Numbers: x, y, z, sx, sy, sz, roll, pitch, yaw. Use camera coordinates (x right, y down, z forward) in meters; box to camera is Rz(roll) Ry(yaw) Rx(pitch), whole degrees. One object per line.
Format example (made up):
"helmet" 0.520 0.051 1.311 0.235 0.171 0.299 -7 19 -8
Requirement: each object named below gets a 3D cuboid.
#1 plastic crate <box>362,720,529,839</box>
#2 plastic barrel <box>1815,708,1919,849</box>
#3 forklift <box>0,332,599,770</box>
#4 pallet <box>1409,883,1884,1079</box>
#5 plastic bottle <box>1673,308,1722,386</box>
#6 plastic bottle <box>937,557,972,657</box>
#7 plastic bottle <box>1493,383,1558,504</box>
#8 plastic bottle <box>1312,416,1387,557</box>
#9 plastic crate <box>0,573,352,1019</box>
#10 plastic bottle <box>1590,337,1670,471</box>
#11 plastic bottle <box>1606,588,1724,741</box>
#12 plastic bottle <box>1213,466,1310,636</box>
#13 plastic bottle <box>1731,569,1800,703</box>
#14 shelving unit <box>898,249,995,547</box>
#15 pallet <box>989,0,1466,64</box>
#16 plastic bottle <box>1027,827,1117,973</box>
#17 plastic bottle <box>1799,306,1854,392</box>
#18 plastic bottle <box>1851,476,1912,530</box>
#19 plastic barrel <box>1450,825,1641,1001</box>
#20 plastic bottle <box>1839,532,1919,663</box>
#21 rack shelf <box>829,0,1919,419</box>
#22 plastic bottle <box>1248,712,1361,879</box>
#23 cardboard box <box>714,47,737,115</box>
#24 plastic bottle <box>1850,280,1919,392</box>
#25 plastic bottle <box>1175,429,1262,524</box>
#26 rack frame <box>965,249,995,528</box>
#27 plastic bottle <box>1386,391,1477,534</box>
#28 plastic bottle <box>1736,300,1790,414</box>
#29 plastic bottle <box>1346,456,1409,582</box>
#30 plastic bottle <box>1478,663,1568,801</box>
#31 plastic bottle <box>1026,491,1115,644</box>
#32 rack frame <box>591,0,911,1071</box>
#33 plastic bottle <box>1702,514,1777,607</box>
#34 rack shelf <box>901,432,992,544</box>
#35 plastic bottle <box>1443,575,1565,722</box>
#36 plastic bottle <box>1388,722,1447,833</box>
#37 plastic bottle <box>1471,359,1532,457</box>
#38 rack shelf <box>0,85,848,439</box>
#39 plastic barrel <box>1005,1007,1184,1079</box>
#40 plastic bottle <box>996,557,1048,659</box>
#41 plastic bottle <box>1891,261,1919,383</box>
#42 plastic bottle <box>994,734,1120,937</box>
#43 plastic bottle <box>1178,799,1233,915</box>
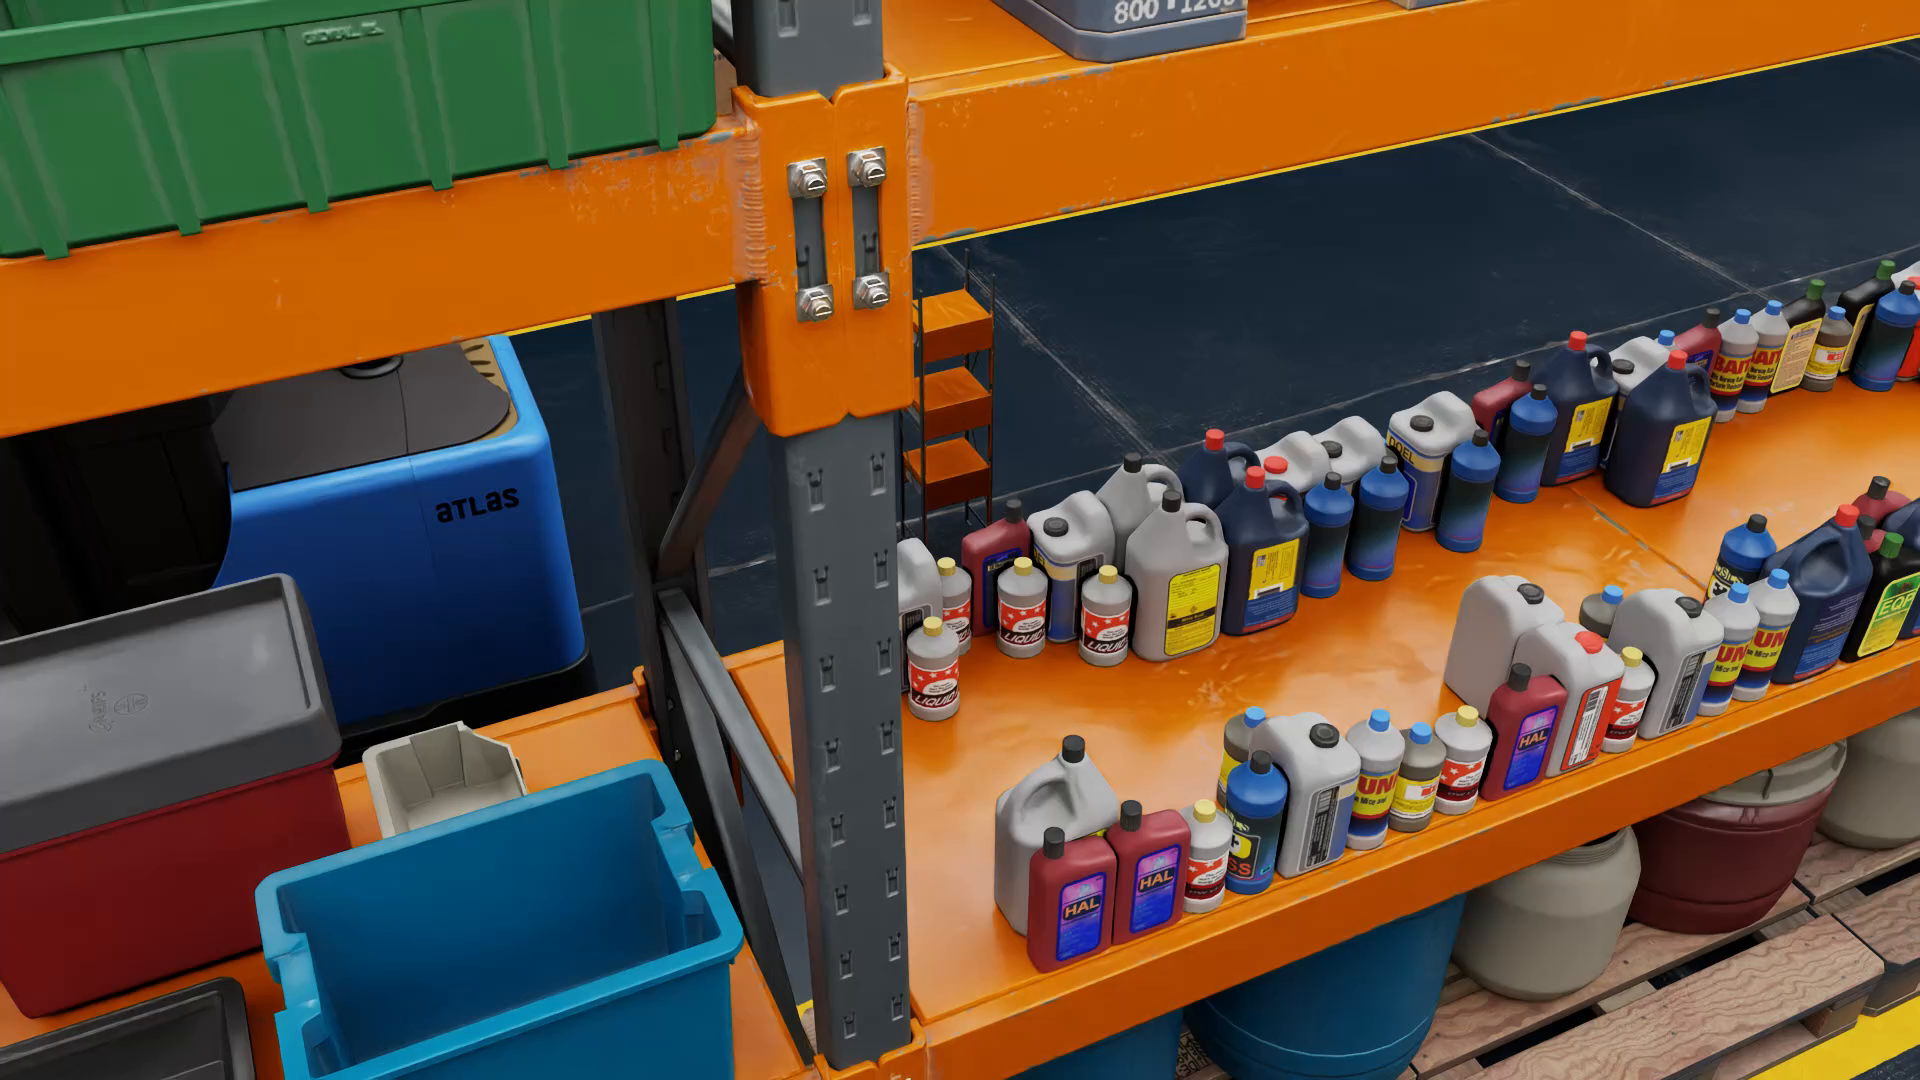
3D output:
"plastic crate" -0.821 0.485 2.749 0.243 0.136 0.396 -16 39 -20
"plastic barrel" 2.373 0.505 4.287 0.421 0.512 0.421 0 37 0
"forklift" -2.636 -0.512 3.980 3.031 2.935 1.130 -14 39 -18
"pallet" 1.483 0.999 4.226 1.213 0.211 1.003 -16 39 -20
"plastic bottle" 1.688 -0.400 3.869 0.133 0.283 0.061 -16 39 -20
"plastic bottle" -0.026 0.124 3.231 0.097 0.201 0.097 0 37 0
"plastic bottle" 1.240 -0.218 3.634 0.097 0.271 0.097 0 37 0
"plastic bottle" 0.790 -0.116 3.492 0.135 0.276 0.152 -16 39 -20
"plastic crate" -1.254 0.404 2.584 0.583 0.464 0.402 -16 39 -20
"plastic bottle" 1.498 -0.314 3.759 0.135 0.276 0.152 -16 39 -20
"plastic bottle" 1.290 0.208 3.056 0.135 0.276 0.152 -16 39 -20
"plastic bottle" 0.583 0.004 3.268 0.185 0.351 0.144 -16 39 -20
"plastic bottle" 1.495 0.170 3.110 0.097 0.271 0.097 0 37 0
"shelving unit" -0.048 -0.408 5.419 0.252 1.050 0.215 -16 39 -20
"pallet" 0.329 -1.017 2.244 1.003 0.211 1.213 -16 39 -20
"plastic bottle" 0.174 0.547 2.593 0.133 0.283 0.061 -16 39 -20
"plastic bottle" 2.097 -0.469 4.032 0.097 0.201 0.097 0 37 0
"plastic bottle" 1.834 -0.012 3.346 0.133 0.283 0.061 -16 39 -20
"plastic barrel" 1.351 0.791 3.902 0.421 0.512 0.421 0 37 0
"plastic bottle" 1.775 0.099 3.196 0.133 0.283 0.061 -16 39 -20
"rack shelf" 1.472 -1.059 2.746 4.000 0.370 1.077 -16 39 -20
"plastic bottle" 0.573 0.408 2.786 0.135 0.276 0.152 -16 39 -20
"cardboard box" -1.064 -2.023 7.391 0.875 0.875 1.225 -17 40 -21
"plastic bottle" 2.244 -0.498 4.012 0.097 0.271 0.097 0 37 0
"plastic bottle" 0.522 -0.073 3.372 0.185 0.351 0.144 -16 39 -20
"rack frame" 0.062 -0.439 5.461 0.008 1.050 0.200 -16 39 -20
"plastic bottle" 1.000 -0.174 3.571 0.135 0.276 0.152 -16 39 -20
"plastic bottle" 1.888 -0.439 3.932 0.097 0.271 0.097 0 37 0
"plastic bottle" 0.860 -0.051 3.409 0.097 0.271 0.097 0 37 0
"plastic bottle" 0.978 0.322 2.896 0.133 0.283 0.061 -16 39 -20
"plastic bottle" 0.211 0.046 3.274 0.135 0.276 0.152 -16 39 -20
"rack frame" -0.339 0.363 2.743 0.127 3.000 1.000 -16 39 -20
"plastic bottle" 1.522 0.068 3.248 0.097 0.271 0.097 0 37 0
"rack shelf" -0.048 -0.176 5.591 0.240 0.259 0.215 -16 39 -20
"plastic bottle" 1.016 0.184 3.088 0.135 0.276 0.152 -16 39 -20
"plastic bottle" 0.778 0.399 2.861 0.097 0.201 0.097 0 37 0
"plastic bottle" 1.190 -0.261 3.681 0.133 0.283 0.061 -16 39 -20
"rack shelf" -2.149 -0.047 1.381 4.000 0.370 1.077 -16 39 -20
"plastic barrel" 0.161 0.908 3.416 0.708 0.901 0.600 -16 39 -20
"plastic bottle" 0.121 0.123 3.233 0.097 0.201 0.097 0 37 0
"plastic bottle" 2.334 -0.548 4.075 0.135 0.276 0.152 -16 39 -20
"plastic bottle" 0.154 0.458 2.656 0.185 0.351 0.144 -16 39 -20
"plastic bottle" 0.392 0.507 2.715 0.097 0.201 0.097 0 37 0
